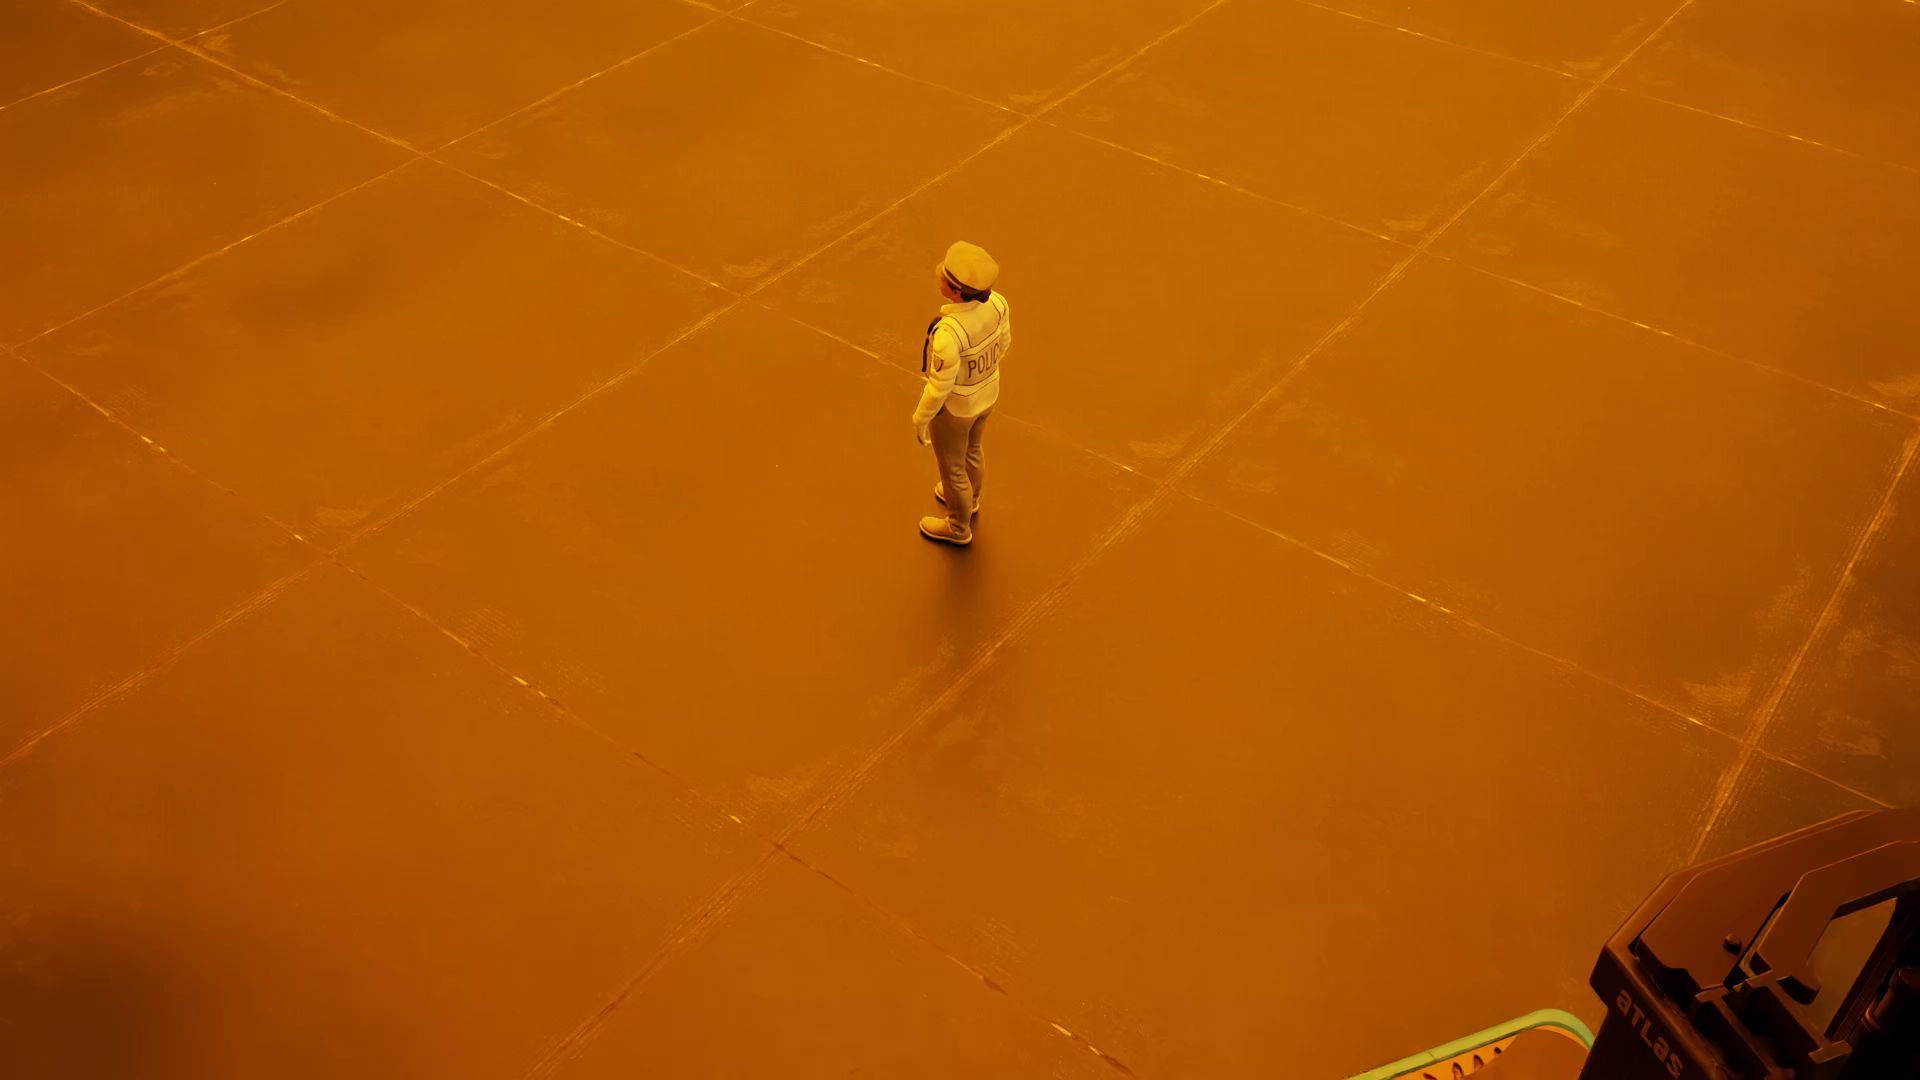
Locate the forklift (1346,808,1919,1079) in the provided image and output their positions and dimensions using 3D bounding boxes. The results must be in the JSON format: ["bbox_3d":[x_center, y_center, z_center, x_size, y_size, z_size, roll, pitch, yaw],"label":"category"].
[{"bbox_3d":[1.902,2.110,3.600,1.130,2.935,3.031,-14,42,-15],"label":"forklift"}]

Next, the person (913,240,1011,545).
[{"bbox_3d":[-0.050,-0.681,7.815,0.530,1.694,0.586,26,47,28],"label":"person"}]
